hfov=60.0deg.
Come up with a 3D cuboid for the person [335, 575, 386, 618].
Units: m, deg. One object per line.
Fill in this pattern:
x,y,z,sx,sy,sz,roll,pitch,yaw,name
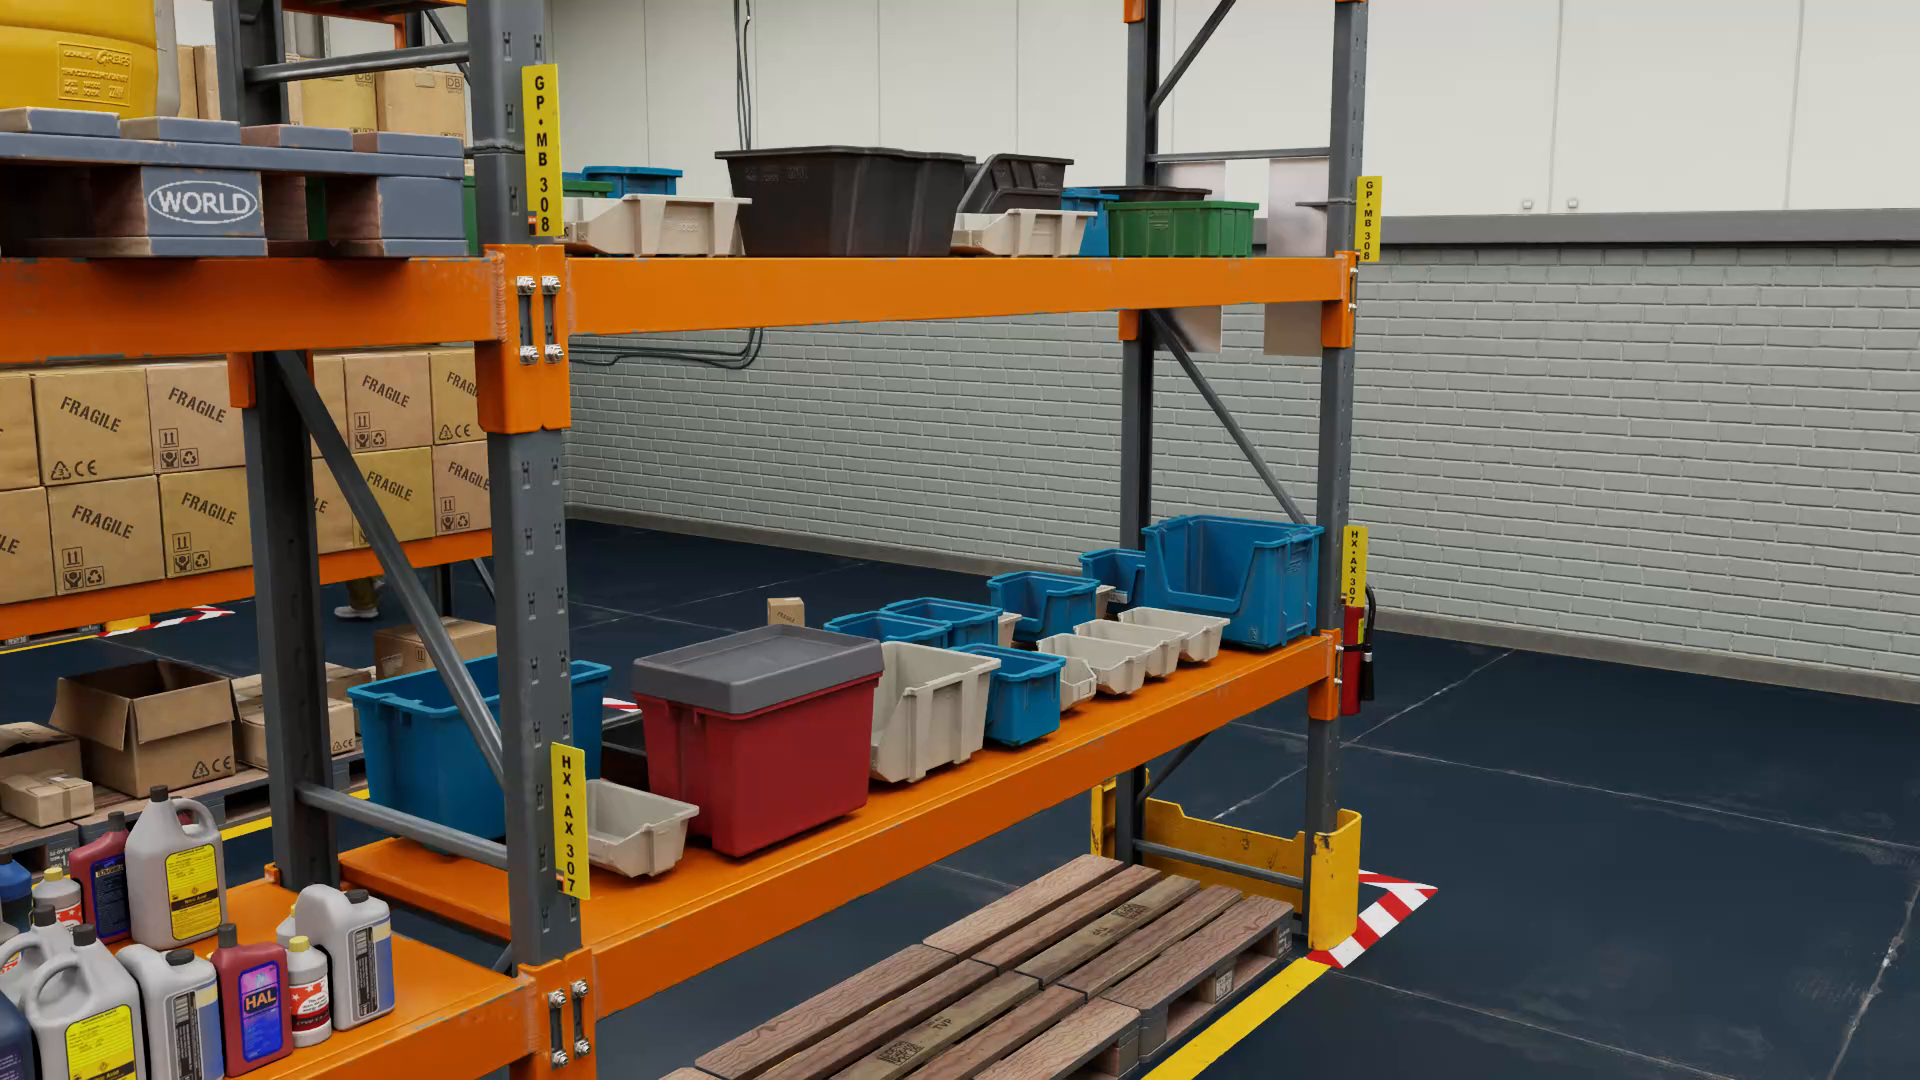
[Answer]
-4.757,-0.266,12.926,0.481,1.797,0.610,2,10,14,person
